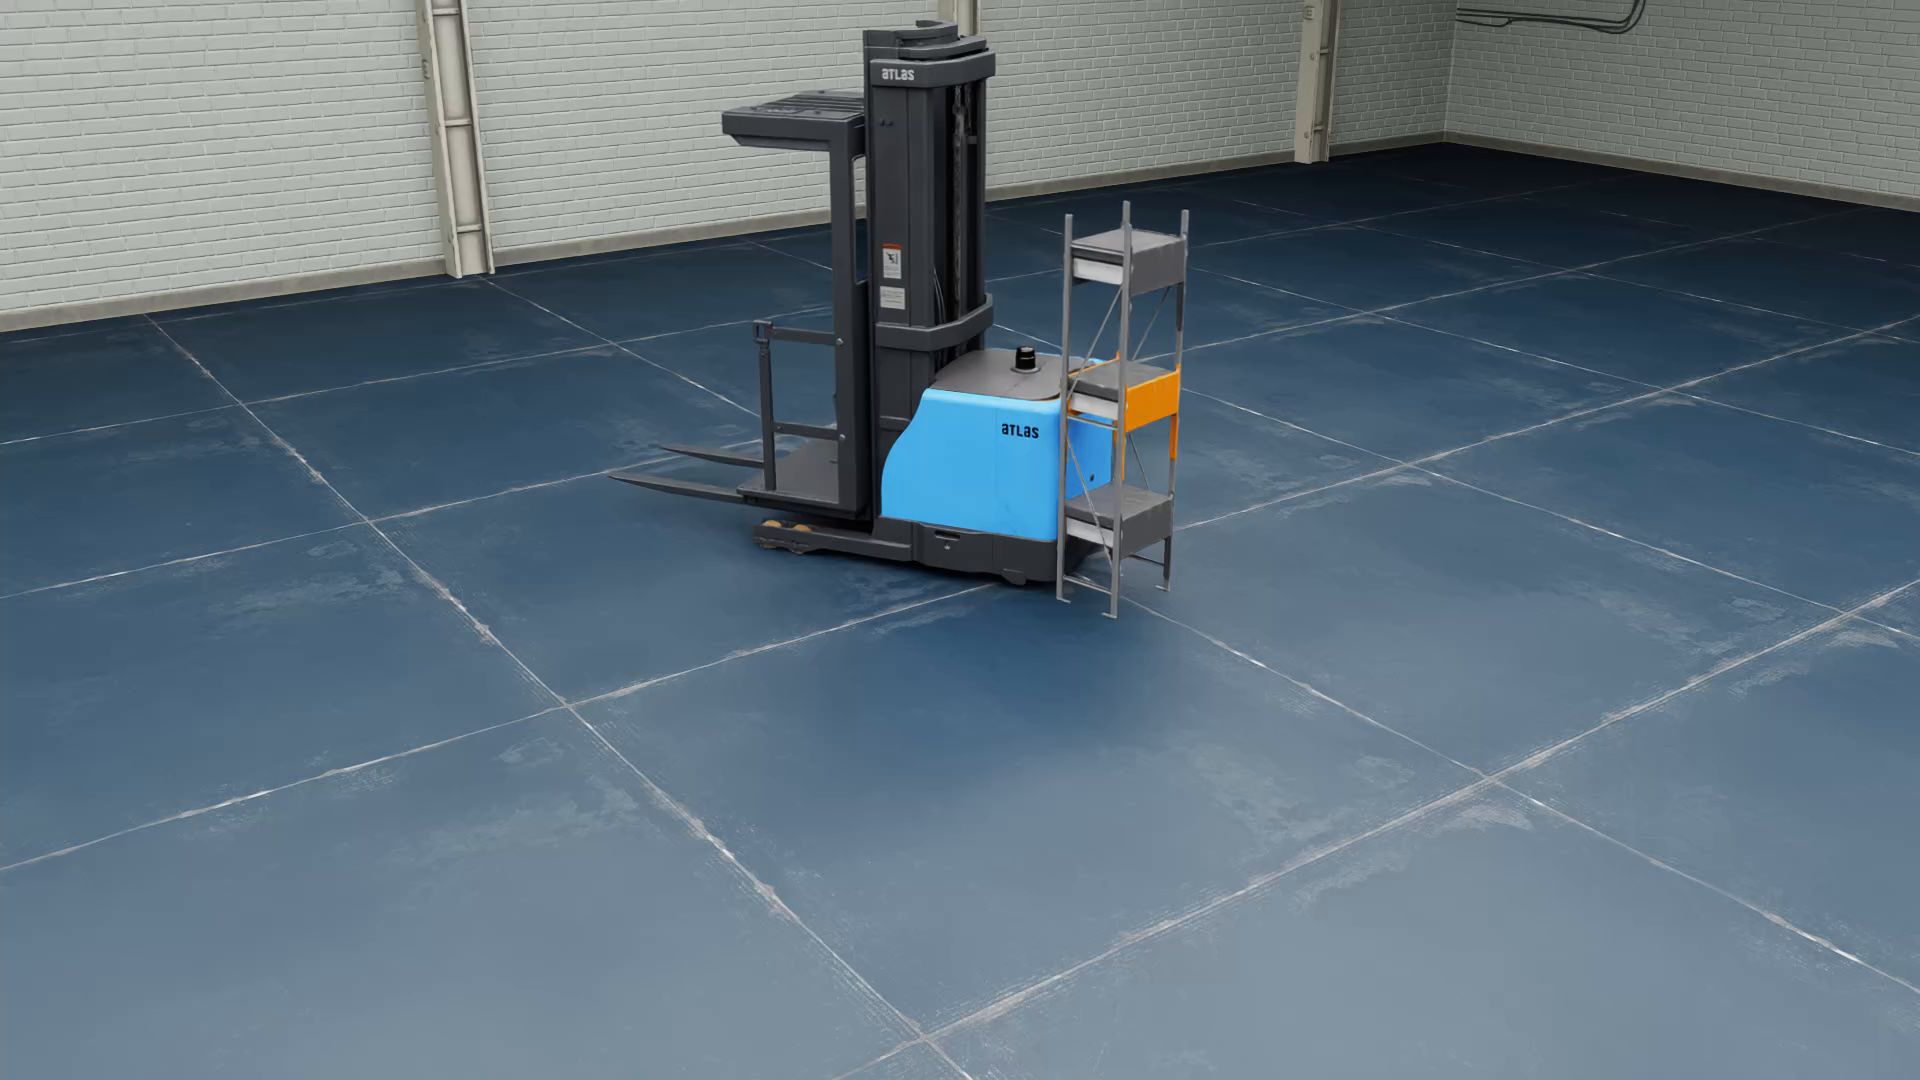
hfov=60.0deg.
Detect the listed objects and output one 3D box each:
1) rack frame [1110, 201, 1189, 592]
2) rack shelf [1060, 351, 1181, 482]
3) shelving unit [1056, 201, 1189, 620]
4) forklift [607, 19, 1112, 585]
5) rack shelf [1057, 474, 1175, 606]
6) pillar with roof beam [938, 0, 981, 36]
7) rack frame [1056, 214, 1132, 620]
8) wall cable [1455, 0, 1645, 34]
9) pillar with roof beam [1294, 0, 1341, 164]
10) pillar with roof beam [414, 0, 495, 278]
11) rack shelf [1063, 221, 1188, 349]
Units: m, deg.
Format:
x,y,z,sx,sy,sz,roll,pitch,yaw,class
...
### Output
x,y,z,sx,sy,sz,roll,pitch,yaw,class
1.003,-0.738,8.912,0.400,2.100,0.015,18,28,38,rack frame
0.842,-0.657,8.747,0.431,0.518,0.480,18,28,38,rack shelf
0.842,-0.670,8.742,0.431,2.100,0.503,18,28,38,shelving unit
-0.663,-1.449,9.574,3.031,2.935,1.130,9,23,21,forklift
0.842,-0.007,9.007,0.431,0.518,0.480,18,28,38,rack shelf
2.509,-6.845,14.908,0.400,9.000,9.100,-15,26,-33,pillar with roof beam
0.680,-0.602,8.572,0.400,2.100,0.015,18,28,38,rack frame
8.029,-8.236,22.585,0.112,2.526,3.097,-15,26,-33,wall cable
7.379,-8.143,18.162,0.400,9.000,9.100,-15,26,-33,pillar with roof beam
-2.362,-5.546,11.653,0.400,9.000,9.100,-15,26,-33,pillar with roof beam
0.842,-1.307,8.488,0.431,0.518,0.480,18,28,38,rack shelf
